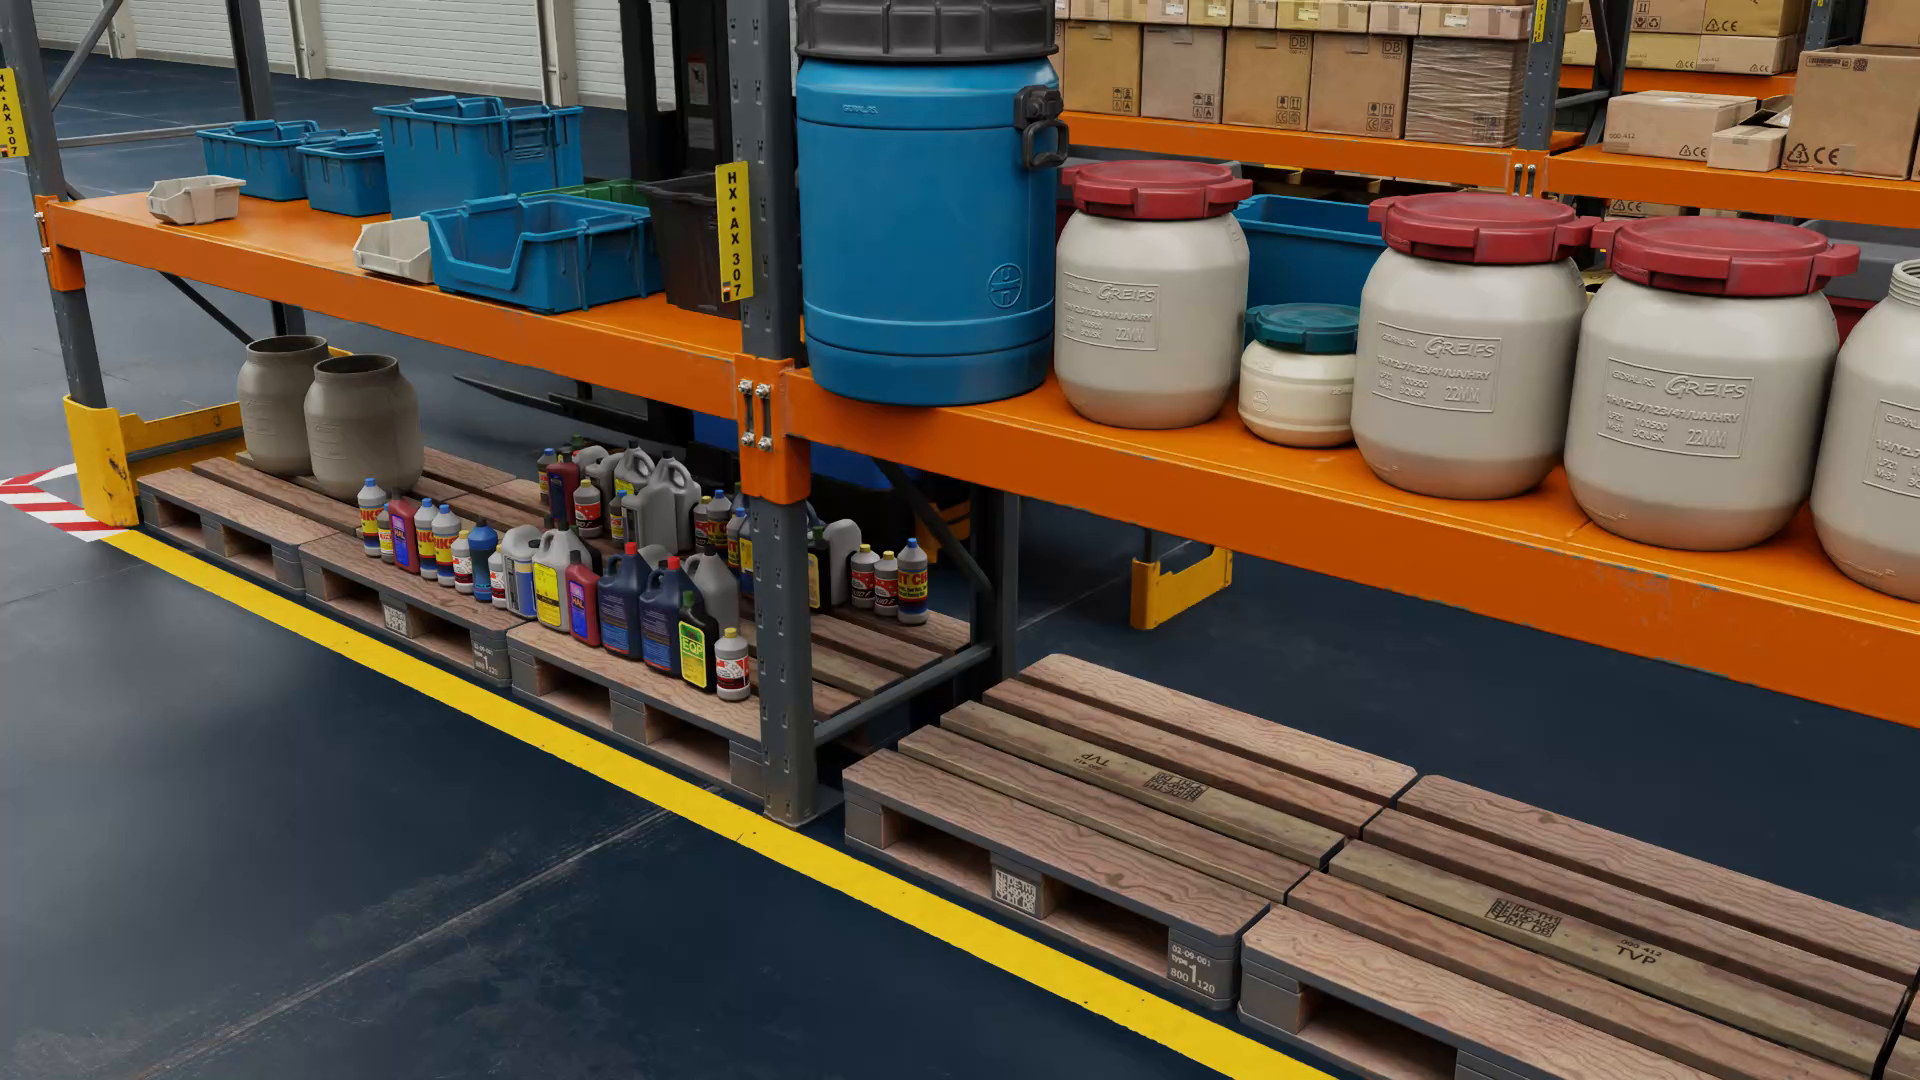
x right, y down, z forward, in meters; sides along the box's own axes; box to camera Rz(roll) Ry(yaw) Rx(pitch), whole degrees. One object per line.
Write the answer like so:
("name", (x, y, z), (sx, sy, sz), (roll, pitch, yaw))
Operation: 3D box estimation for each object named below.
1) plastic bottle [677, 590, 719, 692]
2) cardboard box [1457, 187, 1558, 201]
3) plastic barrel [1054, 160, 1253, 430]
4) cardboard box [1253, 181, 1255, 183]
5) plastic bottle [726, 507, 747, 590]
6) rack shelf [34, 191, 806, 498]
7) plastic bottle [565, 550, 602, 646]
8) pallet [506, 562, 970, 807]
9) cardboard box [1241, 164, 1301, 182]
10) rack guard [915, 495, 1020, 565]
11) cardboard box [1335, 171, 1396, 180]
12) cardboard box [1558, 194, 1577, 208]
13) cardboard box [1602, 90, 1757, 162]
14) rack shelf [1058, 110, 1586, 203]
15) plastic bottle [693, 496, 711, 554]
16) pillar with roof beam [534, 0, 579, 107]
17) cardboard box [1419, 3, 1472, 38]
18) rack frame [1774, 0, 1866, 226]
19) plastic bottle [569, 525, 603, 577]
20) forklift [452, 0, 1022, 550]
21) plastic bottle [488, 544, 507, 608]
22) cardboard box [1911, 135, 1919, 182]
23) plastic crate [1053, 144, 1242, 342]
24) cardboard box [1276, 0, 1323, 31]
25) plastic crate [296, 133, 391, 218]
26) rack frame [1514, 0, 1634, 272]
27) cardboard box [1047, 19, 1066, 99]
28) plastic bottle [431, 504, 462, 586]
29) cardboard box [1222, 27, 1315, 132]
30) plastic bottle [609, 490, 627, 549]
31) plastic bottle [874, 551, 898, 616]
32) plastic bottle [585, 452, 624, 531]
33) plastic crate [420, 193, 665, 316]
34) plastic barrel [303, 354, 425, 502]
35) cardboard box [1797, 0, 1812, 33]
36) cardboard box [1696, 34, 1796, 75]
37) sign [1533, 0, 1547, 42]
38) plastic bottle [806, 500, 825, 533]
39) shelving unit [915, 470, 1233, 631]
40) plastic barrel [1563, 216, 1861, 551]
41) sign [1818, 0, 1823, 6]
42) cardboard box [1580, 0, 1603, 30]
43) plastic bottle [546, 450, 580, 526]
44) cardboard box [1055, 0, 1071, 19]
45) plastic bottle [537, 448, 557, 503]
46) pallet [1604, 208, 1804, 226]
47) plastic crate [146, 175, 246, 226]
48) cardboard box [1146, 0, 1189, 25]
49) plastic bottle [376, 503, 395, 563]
("plastic bottle", (-0.764, 0.293, 4.865), (0.133, 0.283, 0.061), (18, 27, 39))
("cardboard box", (2.791, -1.558, 8.786), (0.500, 0.500, 0.500), (16, 26, 36))
("plastic barrel", (0.420, -0.545, 3.669), (0.433, 0.535, 0.433), (0, 21, 0))
("cardboard box", (1.289, -1.745, 9.284), (0.500, 0.500, 0.500), (16, 26, 36))
("plastic bottle", (-0.734, 0.023, 5.598), (0.097, 0.271, 0.097), (0, 21, 0))
("rack shelf", (-1.732, -0.864, 5.728), (4.000, 0.370, 1.077), (16, 26, 36))
("plastic bottle", (-1.165, 0.178, 5.171), (0.133, 0.283, 0.061), (18, 27, 40))
("pallet", (-0.676, 0.389, 5.337), (1.213, 0.211, 1.003), (16, 26, 36))
("cardboard box", (1.628, -1.892, 9.672), (0.500, 0.500, 0.500), (16, 26, 36))
("rack guard", (0.036, -0.107, 6.597), (0.087, 0.250, 0.587), (16, 26, 36))
("cardboard box", (3.462, -3.124, 13.888), (0.500, 0.311, 0.500), (13, 24, 30))
("cardboard box", (4.855, -2.697, 12.986), (0.250, 0.149, 0.380), (14, 25, 32))
("cardboard box", (3.362, -1.940, 7.773), (0.500, 0.250, 0.500), (18, 27, 40))
("rack shelf", (1.403, -2.217, 9.316), (4.000, 0.370, 1.077), (16, 26, 36))
("plastic bottle", (-0.896, -0.056, 5.908), (0.097, 0.201, 0.097), (0, 21, 0))
("pillar with roof beam", (-7.946, -8.743, 17.099), (0.400, 9.000, 9.100), (16, 26, 36))
("cardboard box", (2.416, -2.516, 8.027), (0.250, 0.149, 0.380), (15, 26, 35))
("rack frame", (6.082, -3.463, 11.599), (0.127, 3.000, 1.000), (16, 26, 36))
("plastic bottle", (-1.217, 0.097, 5.386), (0.133, 0.283, 0.061), (16, 26, 36))
("forklift", (-1.126, -1.732, 7.107), (3.031, 2.935, 1.130), (16, 26, 36))
("plastic bottle", (-1.495, 0.113, 5.460), (0.097, 0.201, 0.097), (0, 21, 0))
("cardboard box", (4.333, -1.749, 6.914), (0.500, 0.500, 0.500), (16, 26, 36))
("plastic crate", (0.386, -0.760, 4.342), (0.583, 0.464, 0.402), (16, 26, 36))
("cardboard box", (1.819, -2.688, 8.483), (0.250, 0.149, 0.380), (16, 26, 36))
("plastic crate", (-2.205, -1.401, 6.343), (0.408, 0.251, 0.499), (16, 26, 36))
("rack frame", (2.953, -2.108, 8.006), (0.127, 3.000, 1.000), (16, 26, 36))
("cardboard box", (0.617, -2.823, 9.762), (0.500, 0.500, 0.700), (17, 26, 38))
("plastic bottle", (-1.731, 0.012, 5.628), (0.097, 0.271, 0.097), (0, 21, 0))
("cardboard box", (1.806, -2.481, 8.854), (0.500, 0.500, 0.700), (17, 26, 37))
("plastic bottle", (-1.207, -0.080, 5.972), (0.097, 0.201, 0.097), (0, 21, 0))
("plastic bottle", (-0.231, 0.135, 5.400), (0.097, 0.201, 0.097), (0, 21, 0))
("plastic bottle", (-1.296, -0.194, 6.167), (0.135, 0.276, 0.152), (15, 25, 35))
("plastic crate", (-1.211, -0.858, 4.902), (0.616, 0.251, 0.499), (16, 26, 36))
("plastic barrel", (-2.335, -0.442, 6.519), (0.421, 0.512, 0.421), (0, 21, 0))
("cardboard box", (5.850, -3.915, 11.919), (0.500, 0.500, 0.500), (15, 26, 35))
("cardboard box", (5.523, -3.425, 11.683), (0.500, 0.250, 0.500), (16, 26, 36))
("sign", (2.603, -2.398, 7.436), (0.005, 0.325, 0.100), (16, 26, 36))
("plastic bottle", (-0.545, -0.014, 5.586), (0.185, 0.351, 0.144), (17, 26, 38))
("shelving unit", (0.422, -0.580, 6.081), (1.083, 1.500, 0.587), (16, 26, 36))
("plastic barrel", (1.324, -0.284, 2.979), (0.433, 0.535, 0.433), (0, 21, 0))
("sign", (5.745, -3.718, 11.049), (0.005, 0.325, 0.100), (16, 26, 36))
("cardboard box", (4.746, -3.999, 12.142), (0.500, 0.500, 0.500), (15, 25, 35))
("plastic bottle", (-1.470, -0.199, 6.171), (0.133, 0.283, 0.061), (16, 26, 36))
("cardboard box", (0.614, -3.033, 9.399), (0.250, 0.149, 0.380), (16, 26, 35))
("plastic bottle", (-1.581, -0.254, 6.432), (0.097, 0.201, 0.097), (0, 21, 0))
("pallet", (5.539, -2.298, 12.463), (1.213, 0.211, 1.003), (16, 26, 36))
("plastic crate", (-2.791, -1.236, 6.068), (0.250, 0.136, 0.298), (16, 26, 36))
("cardboard box", (1.212, -2.861, 8.942), (0.250, 0.149, 0.380), (16, 26, 37))
("plastic bottle", (-1.993, -0.031, 5.841), (0.097, 0.201, 0.097), (0, 21, 0))
